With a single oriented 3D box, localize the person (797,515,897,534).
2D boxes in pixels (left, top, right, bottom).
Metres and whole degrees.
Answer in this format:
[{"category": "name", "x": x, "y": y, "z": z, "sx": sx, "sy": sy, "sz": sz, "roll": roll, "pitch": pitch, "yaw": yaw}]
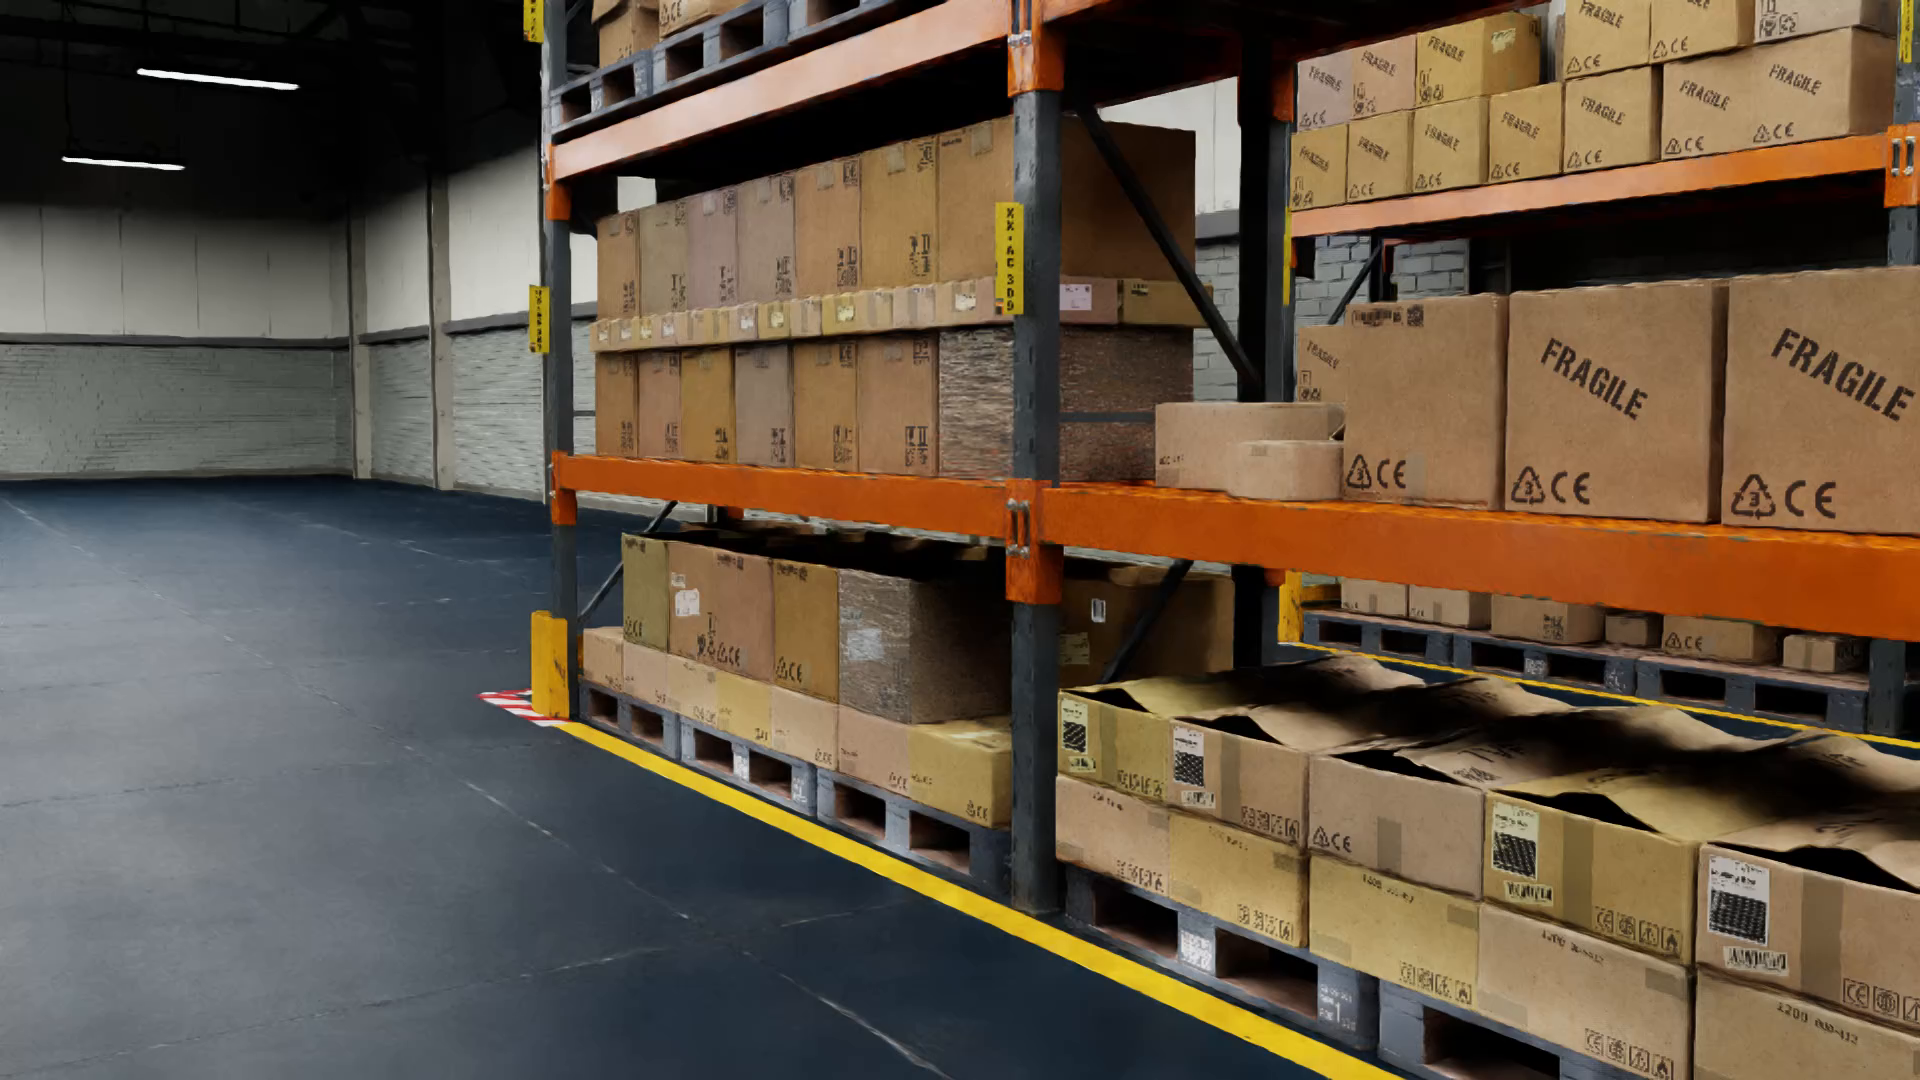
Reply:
[{"category": "person", "x": -0.613, "y": -0.082, "z": 9.358, "sx": 0.710, "sy": 1.751, "sz": 0.512, "roll": -4, "pitch": 6, "yaw": -41}]
